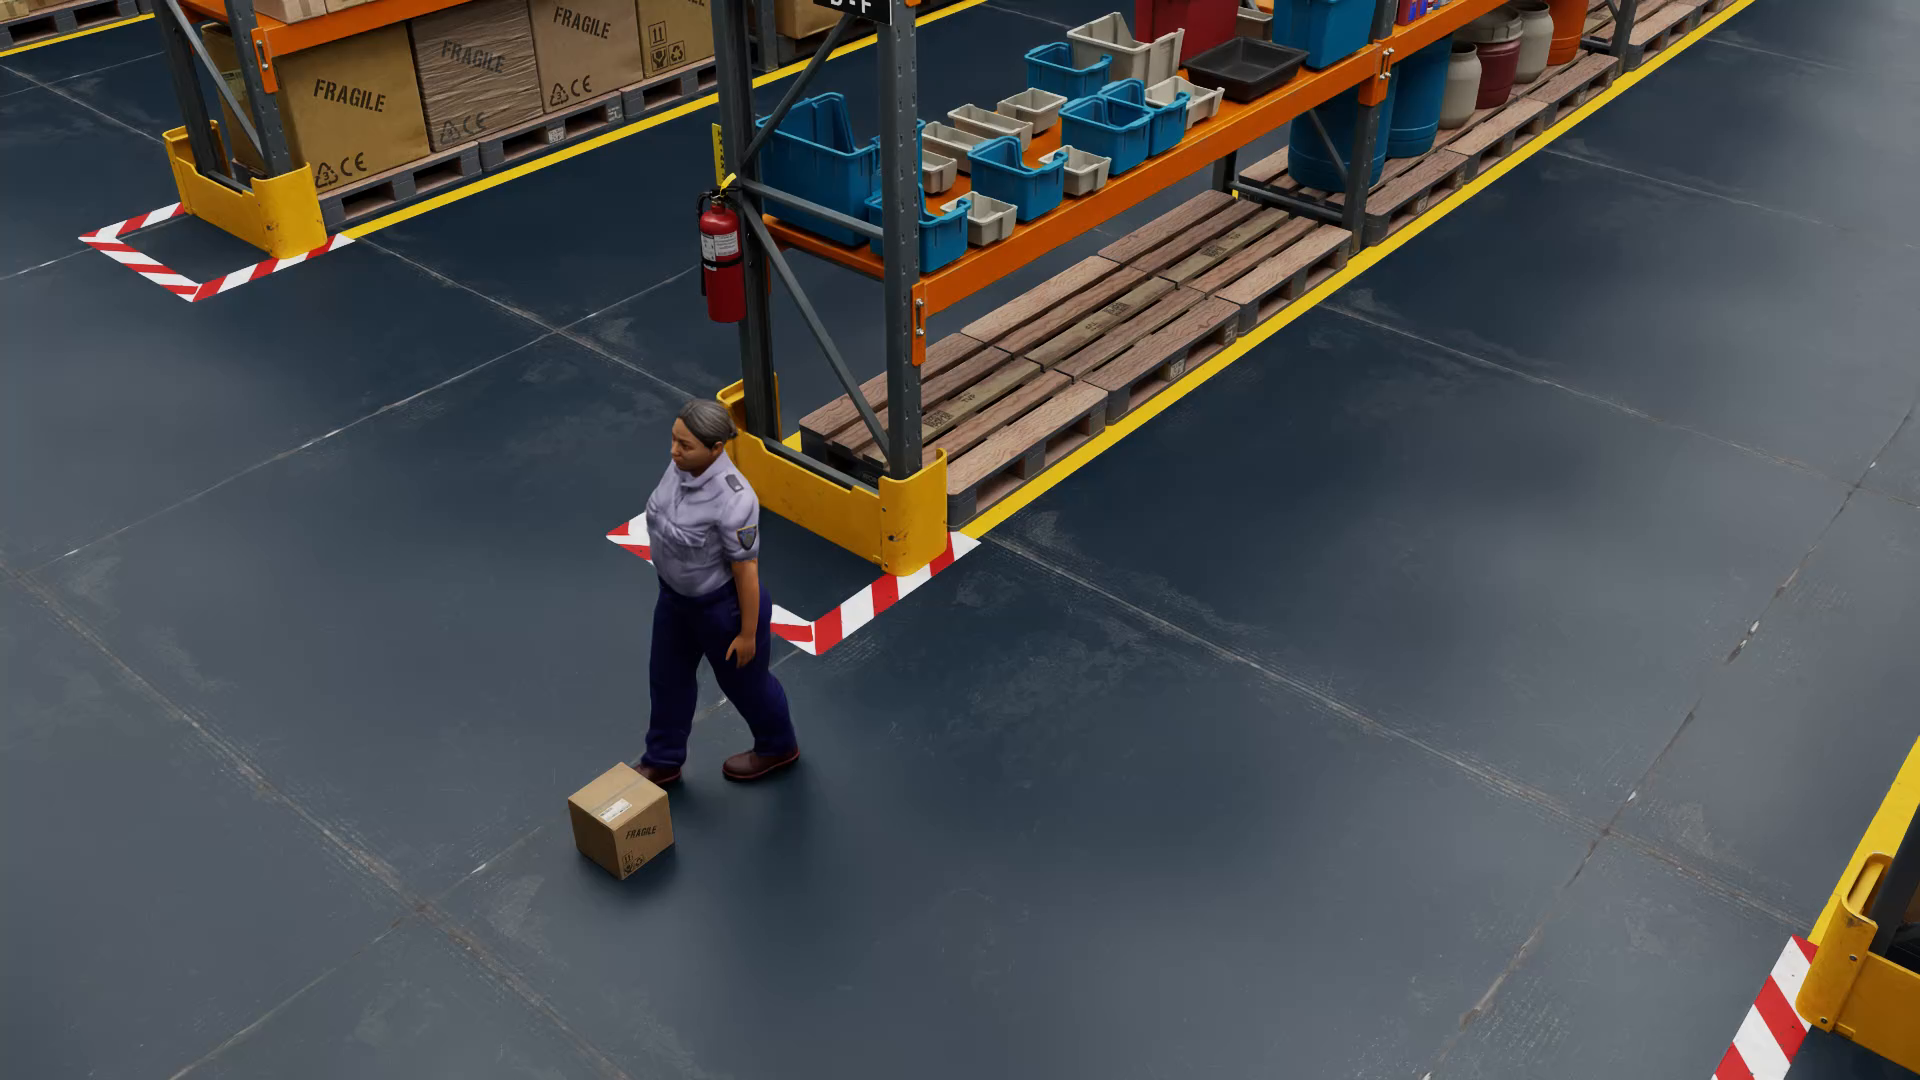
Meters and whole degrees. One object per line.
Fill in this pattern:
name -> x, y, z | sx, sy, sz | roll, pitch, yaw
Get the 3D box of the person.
person -> -0.944, 0.253, 5.797 | 0.710, 1.630, 0.492 | -24, 42, -30
